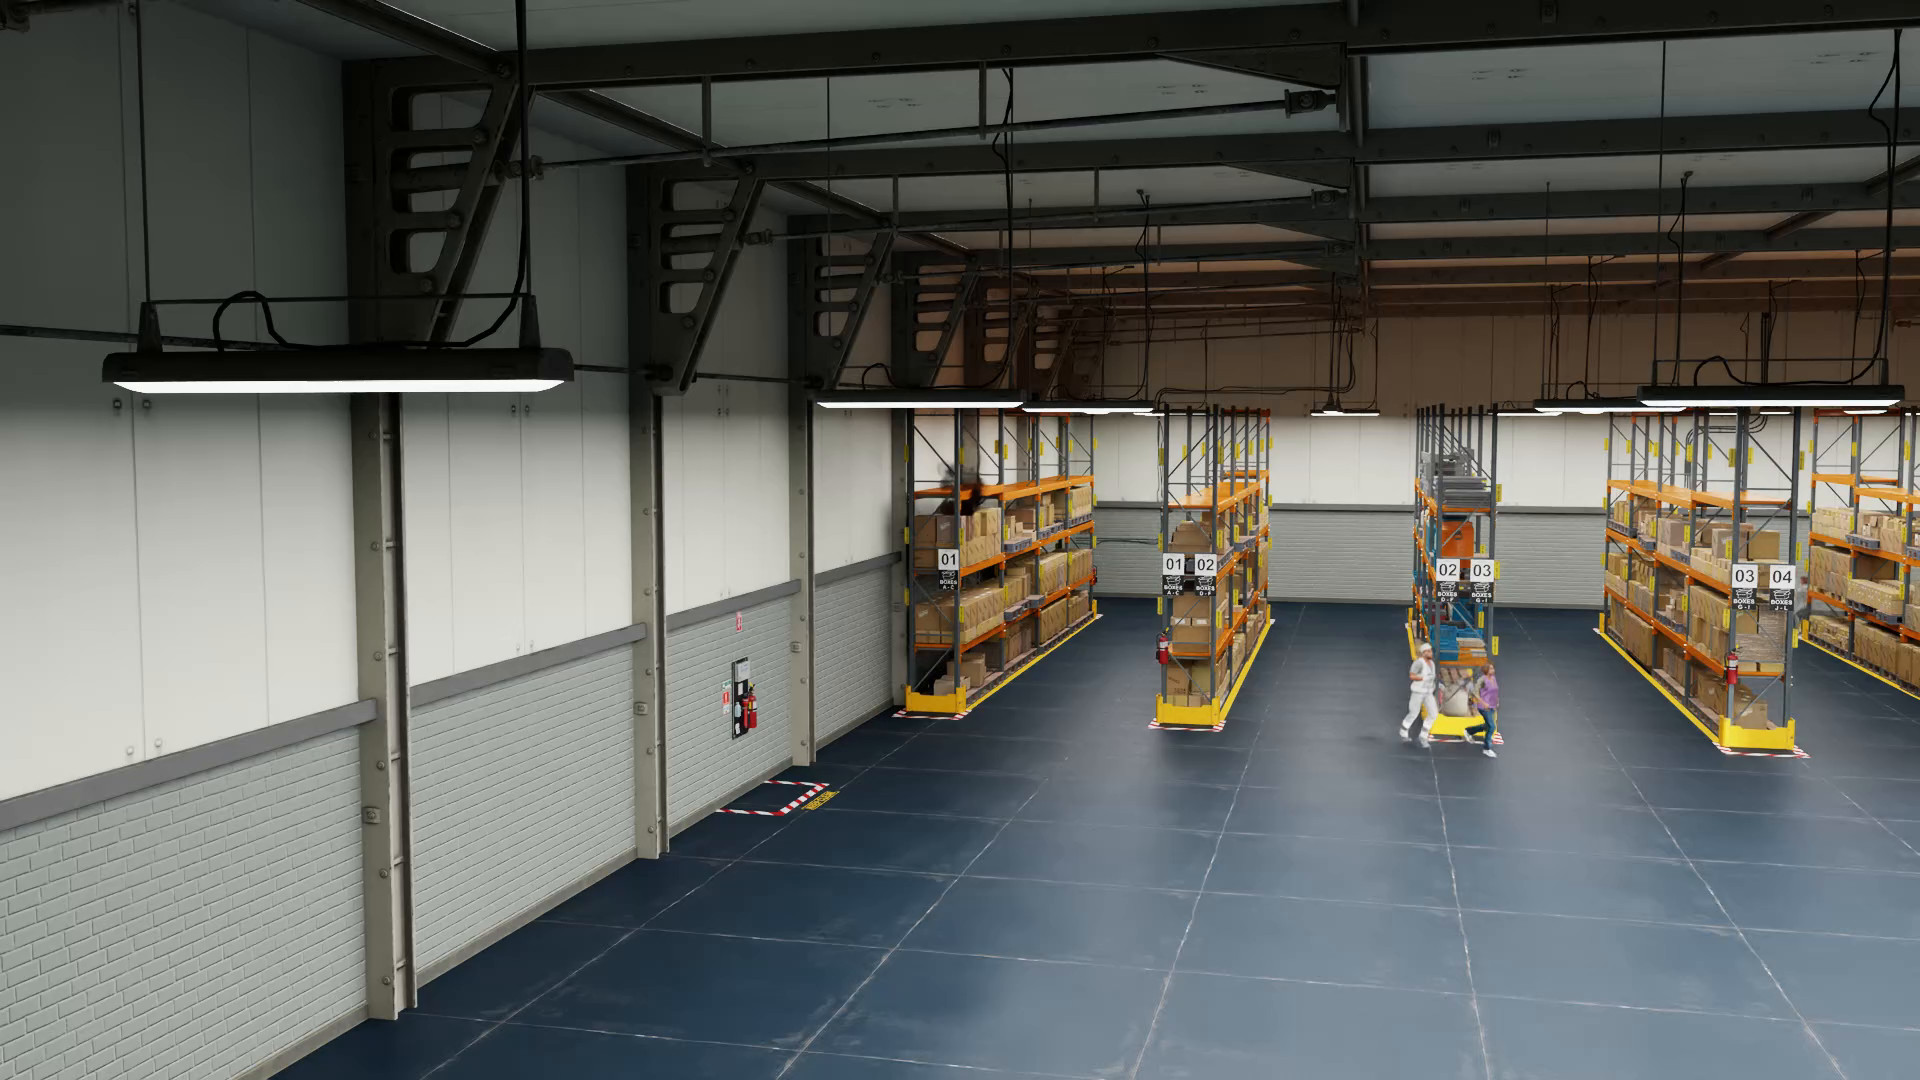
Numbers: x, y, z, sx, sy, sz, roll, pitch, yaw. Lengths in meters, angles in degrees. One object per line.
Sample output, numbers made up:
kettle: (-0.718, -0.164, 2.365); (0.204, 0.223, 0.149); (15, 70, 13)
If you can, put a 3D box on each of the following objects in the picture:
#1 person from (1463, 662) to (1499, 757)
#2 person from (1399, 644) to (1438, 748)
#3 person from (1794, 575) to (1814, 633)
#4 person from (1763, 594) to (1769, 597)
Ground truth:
person: (8.926, 2.875, 28.461); (0.550, 1.599, 0.668); (-4, 5, -40)
person: (8.115, 2.722, 29.134); (0.652, 1.830, 0.743); (-2, 5, -29)
person: (22.387, 1.744, 44.132); (0.702, 1.622, 0.567); (1, 4, 11)
person: (20.601, 1.714, 42.882); (0.692, 1.767, 0.924); (2, 5, 27)
